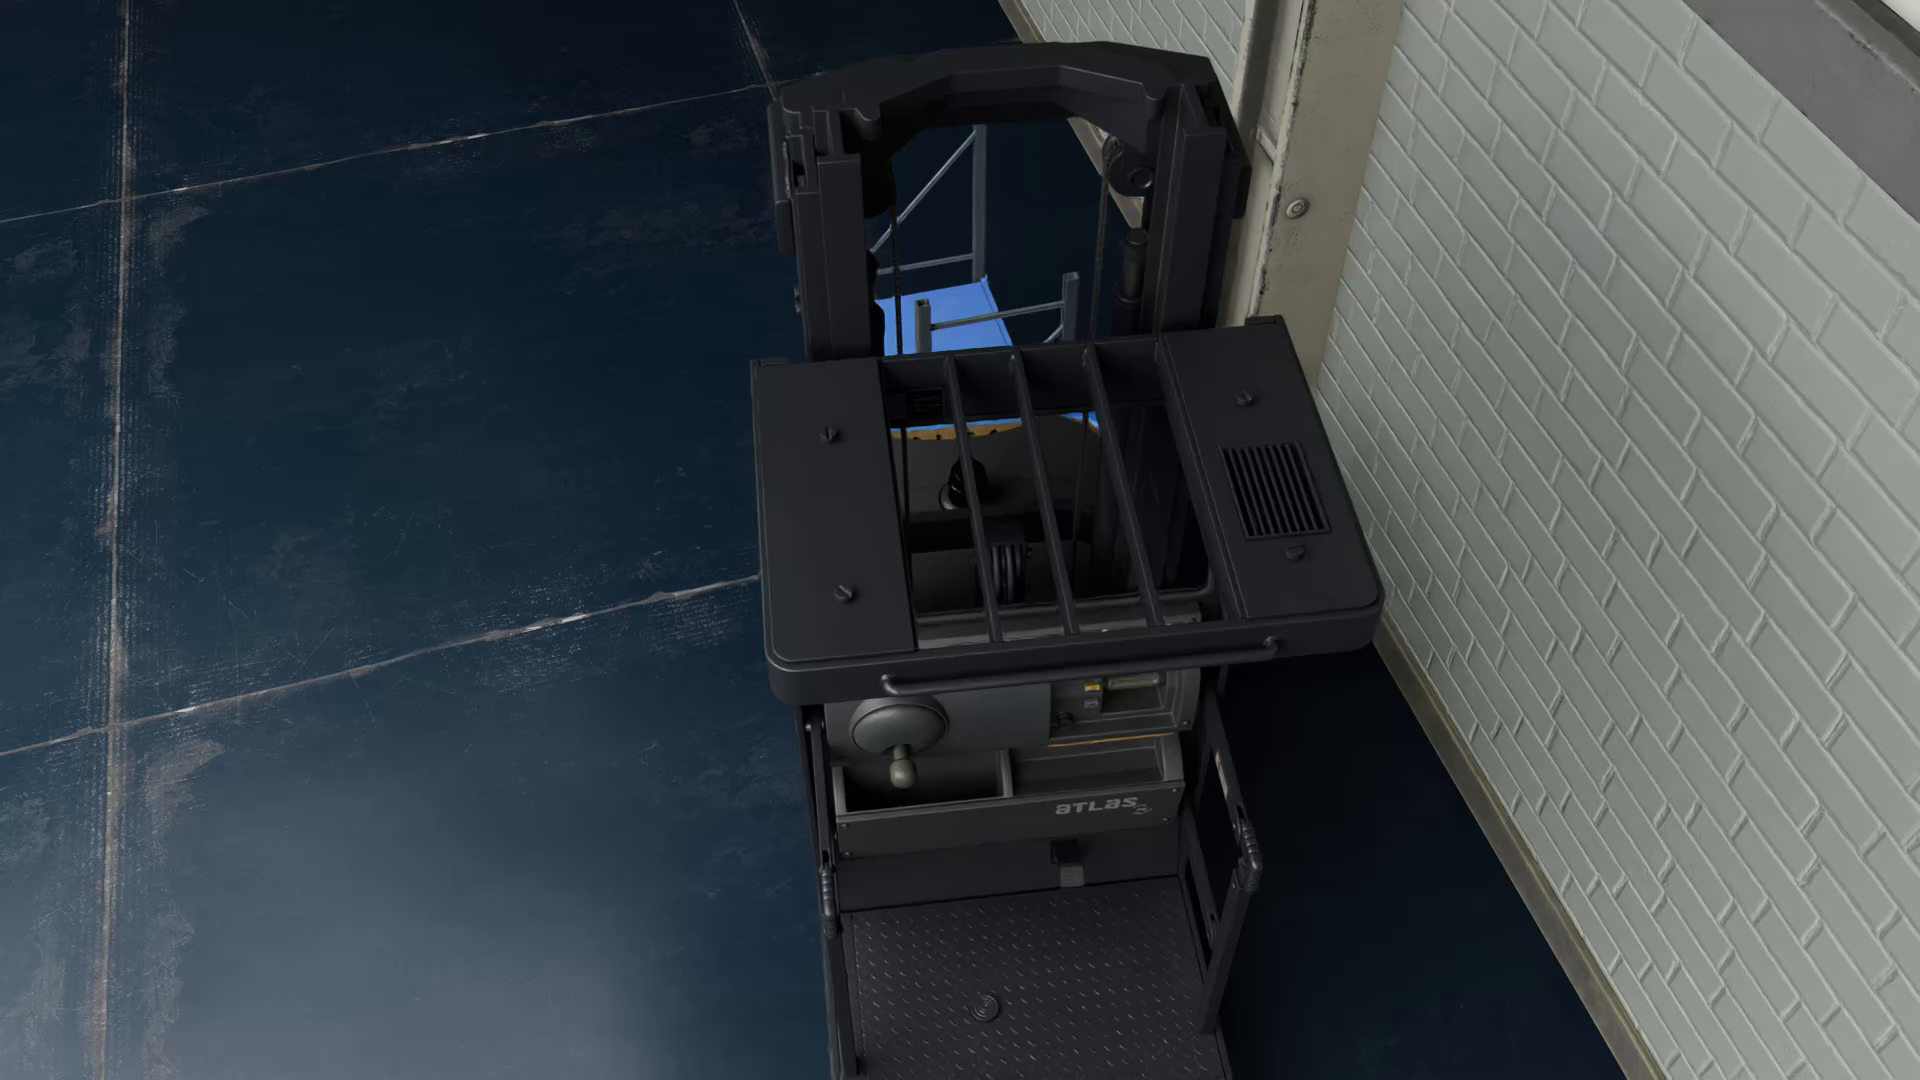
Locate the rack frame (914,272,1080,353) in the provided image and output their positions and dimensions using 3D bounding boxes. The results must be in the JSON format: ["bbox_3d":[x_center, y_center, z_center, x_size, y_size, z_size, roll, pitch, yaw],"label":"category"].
[{"bbox_3d":[0.111,-0.257,5.486,0.500,1.500,0.032,-12,51,-10],"label":"rack frame"}]

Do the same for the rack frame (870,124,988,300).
[{"bbox_3d":[-0.150,-1.008,6.119,0.500,1.500,0.032,-12,51,-10],"label":"rack frame"}]

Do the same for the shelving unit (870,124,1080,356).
[{"bbox_3d":[-0.020,-0.633,5.802,0.538,1.500,1.048,-12,51,-10],"label":"shelving unit"}]

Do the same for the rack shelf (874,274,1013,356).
[{"bbox_3d":[-0.020,-0.517,5.940,0.538,0.185,1.000,-12,51,-10],"label":"rack shelf"}]

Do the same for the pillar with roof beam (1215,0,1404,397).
[{"bbox_3d":[-3.031,-2.228,2.243,9.100,9.000,0.400,-13,51,-11],"label":"pillar with roof beam"}]

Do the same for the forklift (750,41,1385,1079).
[{"bbox_3d":[0.157,0.486,3.923,1.130,2.935,3.031,-5,50,-4],"label":"forklift"}]
